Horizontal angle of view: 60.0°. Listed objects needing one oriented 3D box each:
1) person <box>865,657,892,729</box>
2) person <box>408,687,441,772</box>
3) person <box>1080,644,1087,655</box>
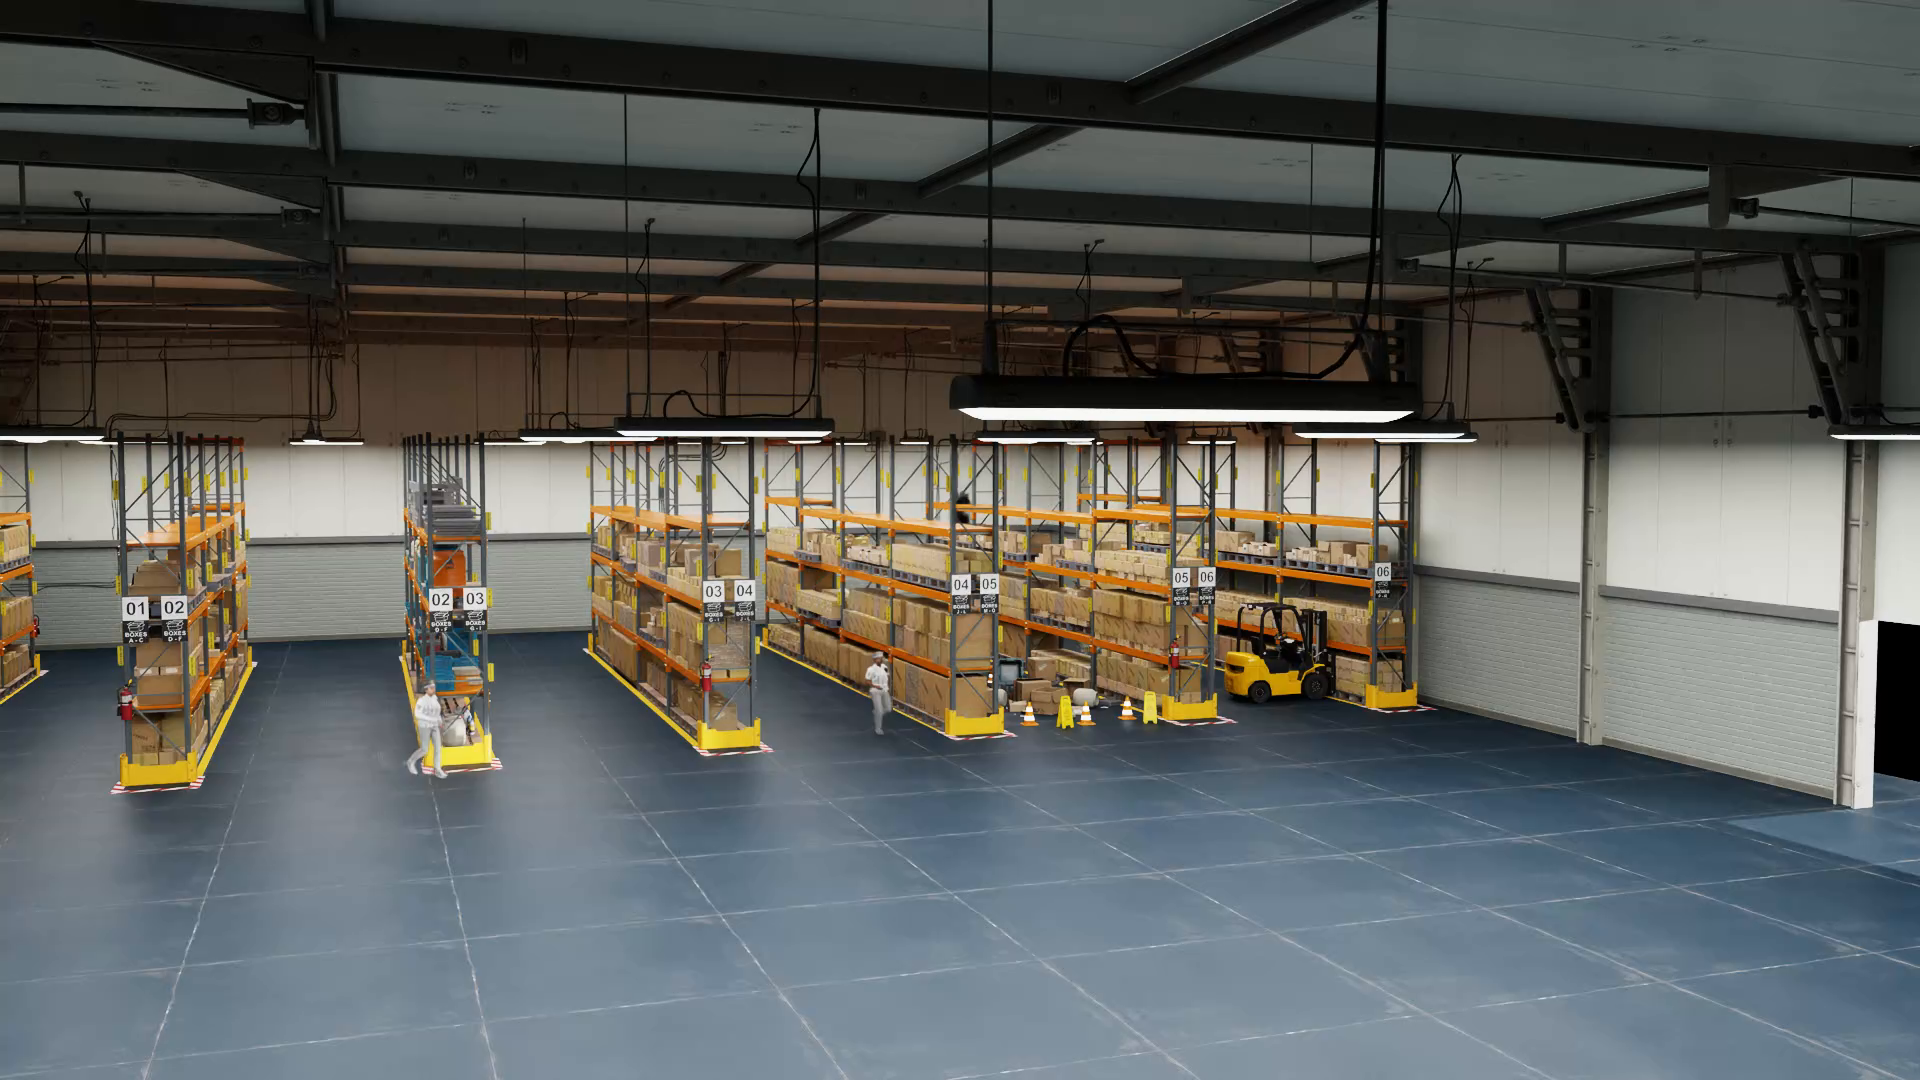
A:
[{"bbox_3d":[-1.600,3.041,33.312,0.623,1.525,0.473,-2,4,-36],"label":"person"},{"bbox_3d":[-9.298,3.251,28.941,0.636,1.580,0.641,1,3,25],"label":"person"},{"bbox_3d":[3.352,3.015,45.458,0.220,0.392,0.410,-1,3,-25],"label":"person"}]
